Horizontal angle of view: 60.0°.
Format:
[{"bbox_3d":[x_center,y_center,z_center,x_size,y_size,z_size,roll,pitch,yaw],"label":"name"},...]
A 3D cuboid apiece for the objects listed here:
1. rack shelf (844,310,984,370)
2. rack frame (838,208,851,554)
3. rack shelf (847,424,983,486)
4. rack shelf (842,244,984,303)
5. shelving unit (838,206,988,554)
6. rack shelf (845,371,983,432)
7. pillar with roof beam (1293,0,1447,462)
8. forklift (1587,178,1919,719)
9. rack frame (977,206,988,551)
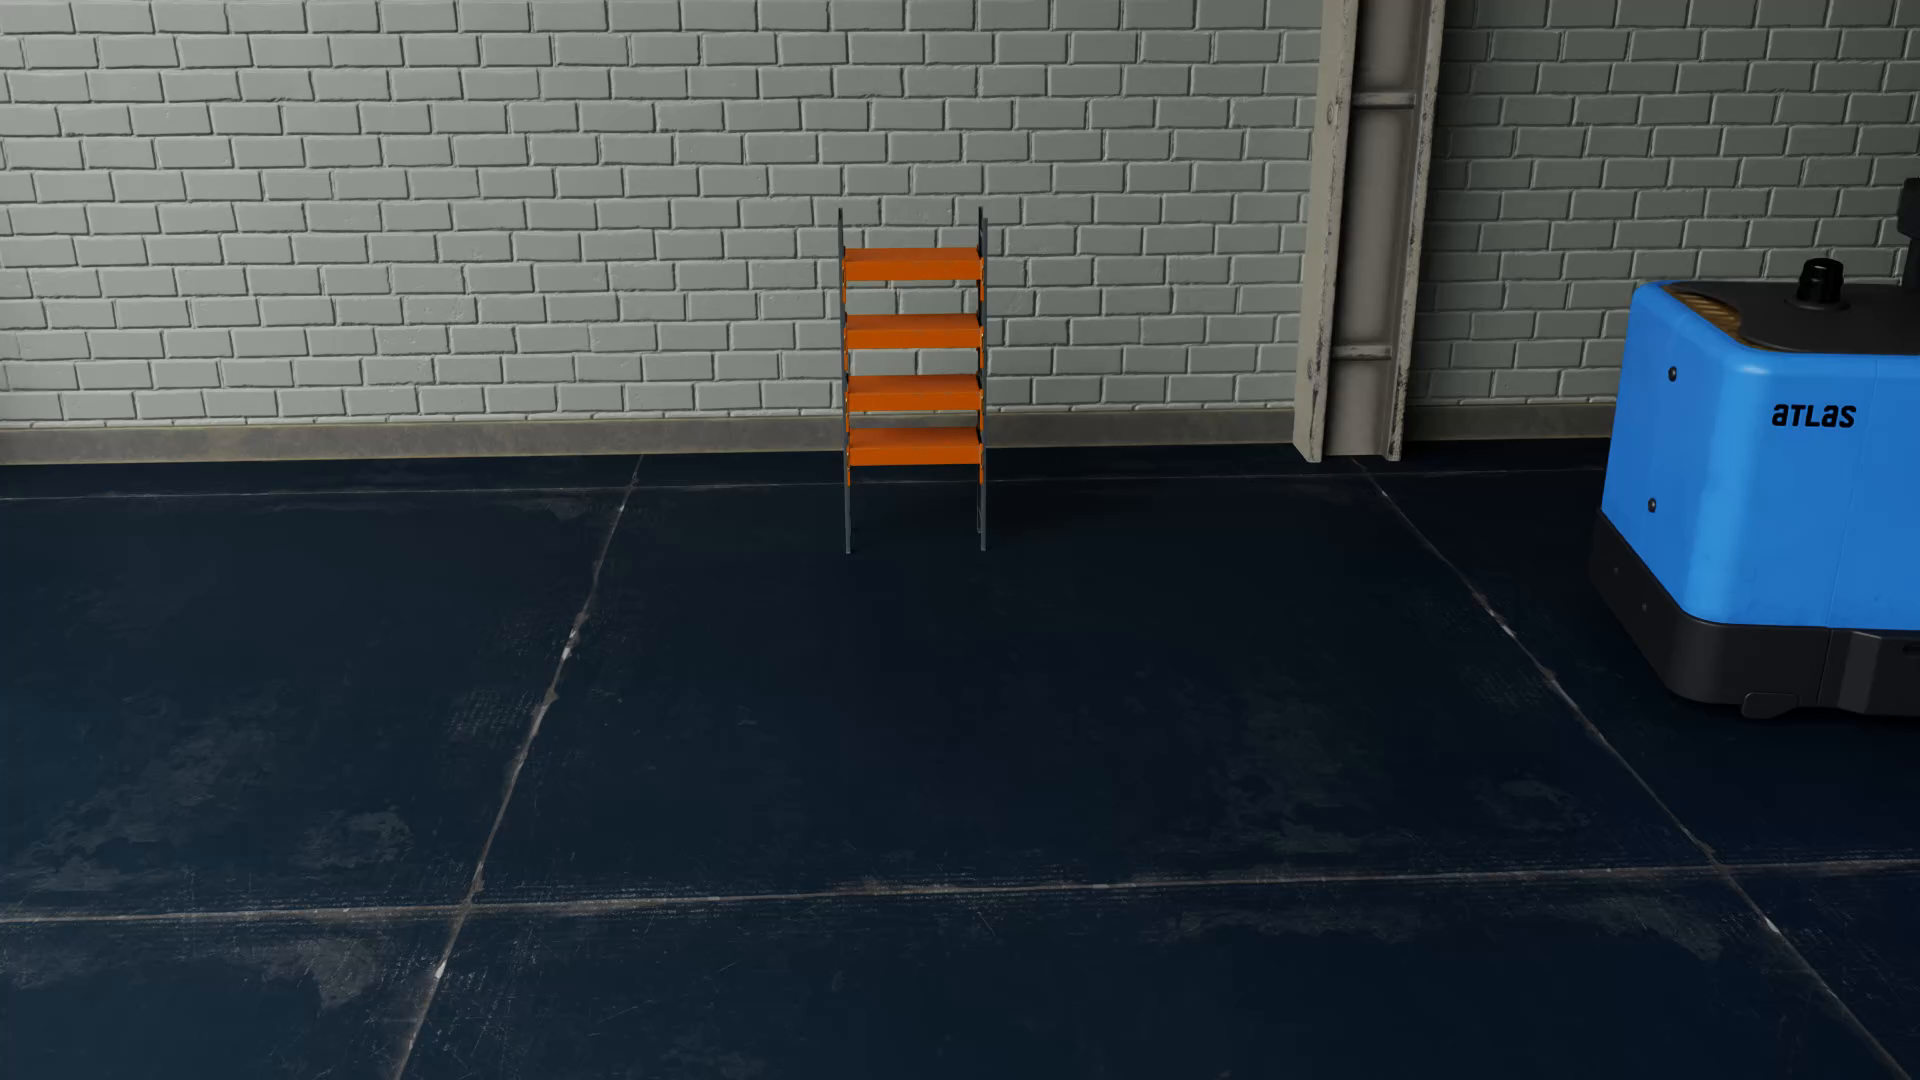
[{"bbox_3d":[-0.165,-0.704,5.843,0.480,0.148,0.258,-1,21,-3],"label":"rack shelf"},{"bbox_3d":[-0.409,-0.552,5.886,0.015,1.200,0.240,-1,21,-3],"label":"rack frame"},{"bbox_3d":[-0.165,-0.309,5.993,0.480,0.148,0.258,-1,21,-3],"label":"rack shelf"},{"bbox_3d":[-0.165,-0.925,5.759,0.480,0.148,0.258,-1,21,-3],"label":"rack shelf"},{"bbox_3d":[-0.165,-0.557,5.899,0.503,1.200,0.258,-1,21,-3],"label":"shelving unit"},{"bbox_3d":[-0.165,-0.494,5.923,0.480,0.148,0.258,-1,21,-3],"label":"rack shelf"},{"bbox_3d":[1.898,-3.061,1.512,0.400,9.000,9.100,-1,21,-3],"label":"pillar with roof beam"},{"bbox_3d":[3.584,-0.983,4.583,3.031,2.935,1.130,2,21,4],"label":"forklift"},{"bbox_3d":[0.078,-0.562,5.912,0.015,1.200,0.240,-1,21,-3],"label":"rack frame"}]
